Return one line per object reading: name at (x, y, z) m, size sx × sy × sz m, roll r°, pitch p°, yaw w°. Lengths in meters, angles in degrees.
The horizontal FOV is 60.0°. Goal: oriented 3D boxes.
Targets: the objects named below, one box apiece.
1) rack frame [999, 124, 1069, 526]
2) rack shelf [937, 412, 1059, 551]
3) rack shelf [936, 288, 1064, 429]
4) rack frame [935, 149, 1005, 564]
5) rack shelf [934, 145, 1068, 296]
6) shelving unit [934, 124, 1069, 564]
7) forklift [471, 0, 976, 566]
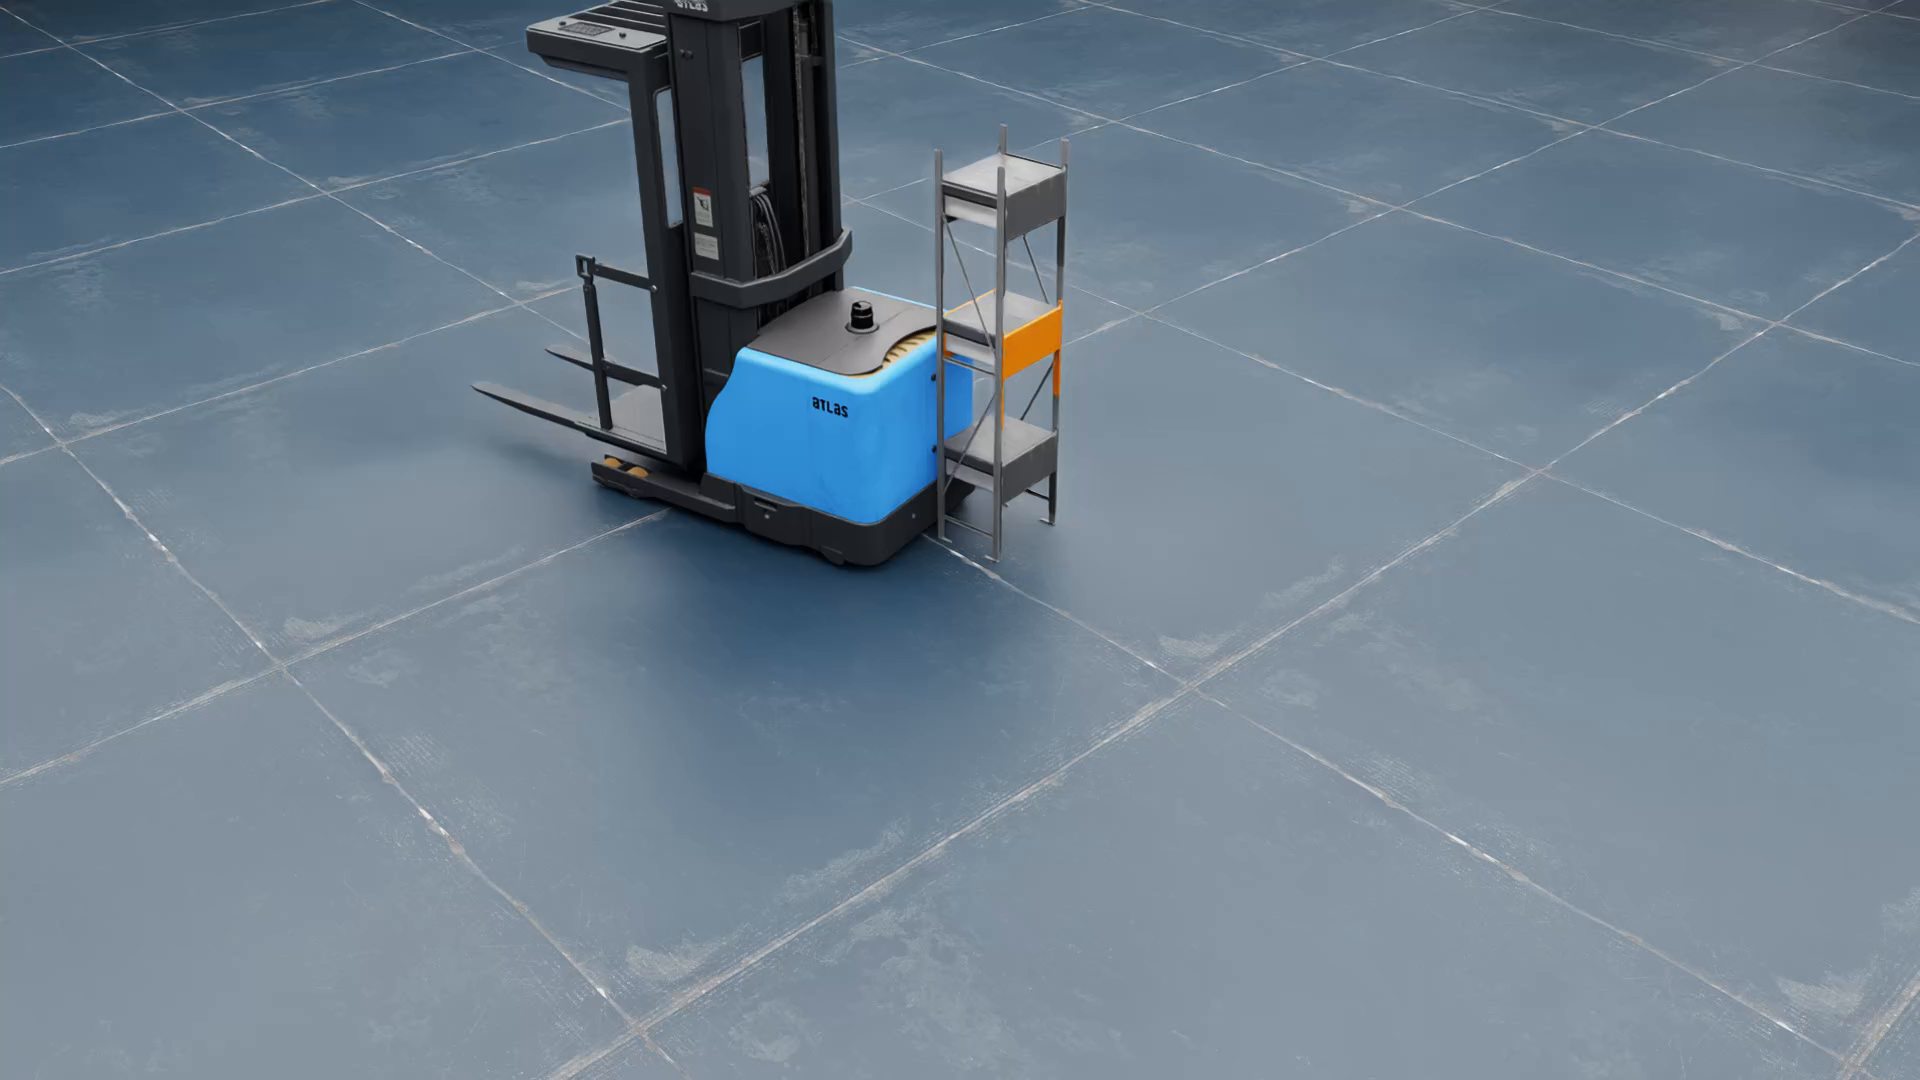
rack frame at (0.350, -1.039, 8.436) m, size 0.400 × 2.100 × 0.015 m, roll 23°, pitch 38°, yaw 32°
rack shelf at (0.197, -0.331, 8.646) m, size 0.431 × 0.518 × 0.480 m, roll 23°, pitch 38°, yaw 32°
rack shelf at (0.197, -0.928, 8.281) m, size 0.431 × 0.518 × 0.480 m, roll 23°, pitch 38°, yaw 32°
rack frame at (0.044, -0.841, 8.112) m, size 0.400 × 2.100 × 0.015 m, roll 23°, pitch 38°, yaw 32°
rack shelf at (0.197, -1.525, 7.916) m, size 0.431 × 0.518 × 0.480 m, roll 23°, pitch 38°, yaw 32°
shelving unit at (0.197, -0.940, 8.274) m, size 0.431 × 2.100 × 0.503 m, roll 23°, pitch 38°, yaw 32°
forklift at (-1.432, -1.693, 8.710) m, size 3.031 × 2.935 × 1.130 m, roll 18°, pitch 36°, yaw 27°
